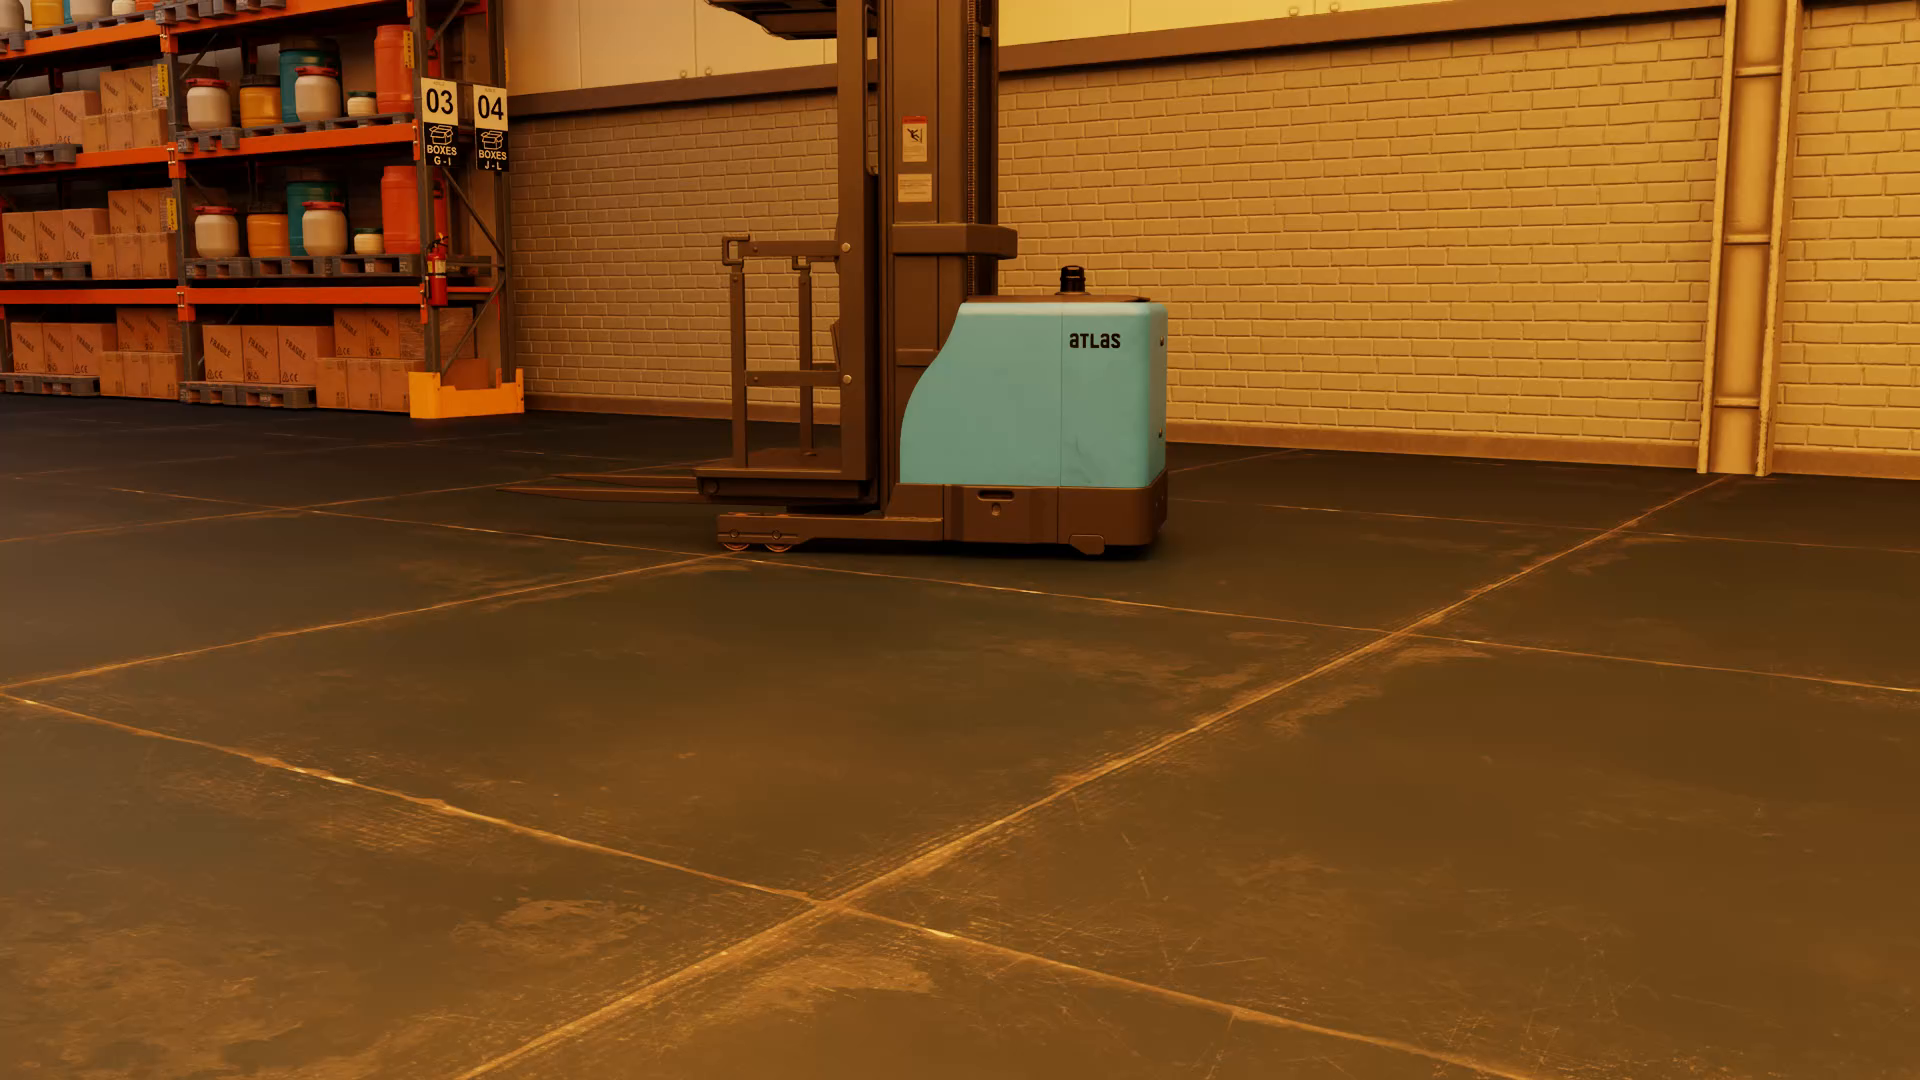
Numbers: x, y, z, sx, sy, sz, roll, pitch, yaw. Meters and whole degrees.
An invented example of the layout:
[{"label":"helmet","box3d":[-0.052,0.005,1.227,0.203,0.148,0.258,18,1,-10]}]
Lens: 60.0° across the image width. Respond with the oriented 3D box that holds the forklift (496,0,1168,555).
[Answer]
[{"label":"forklift","box3d":[-0.596,-1.469,7.520,3.031,2.935,1.130,2,8,12]}]
